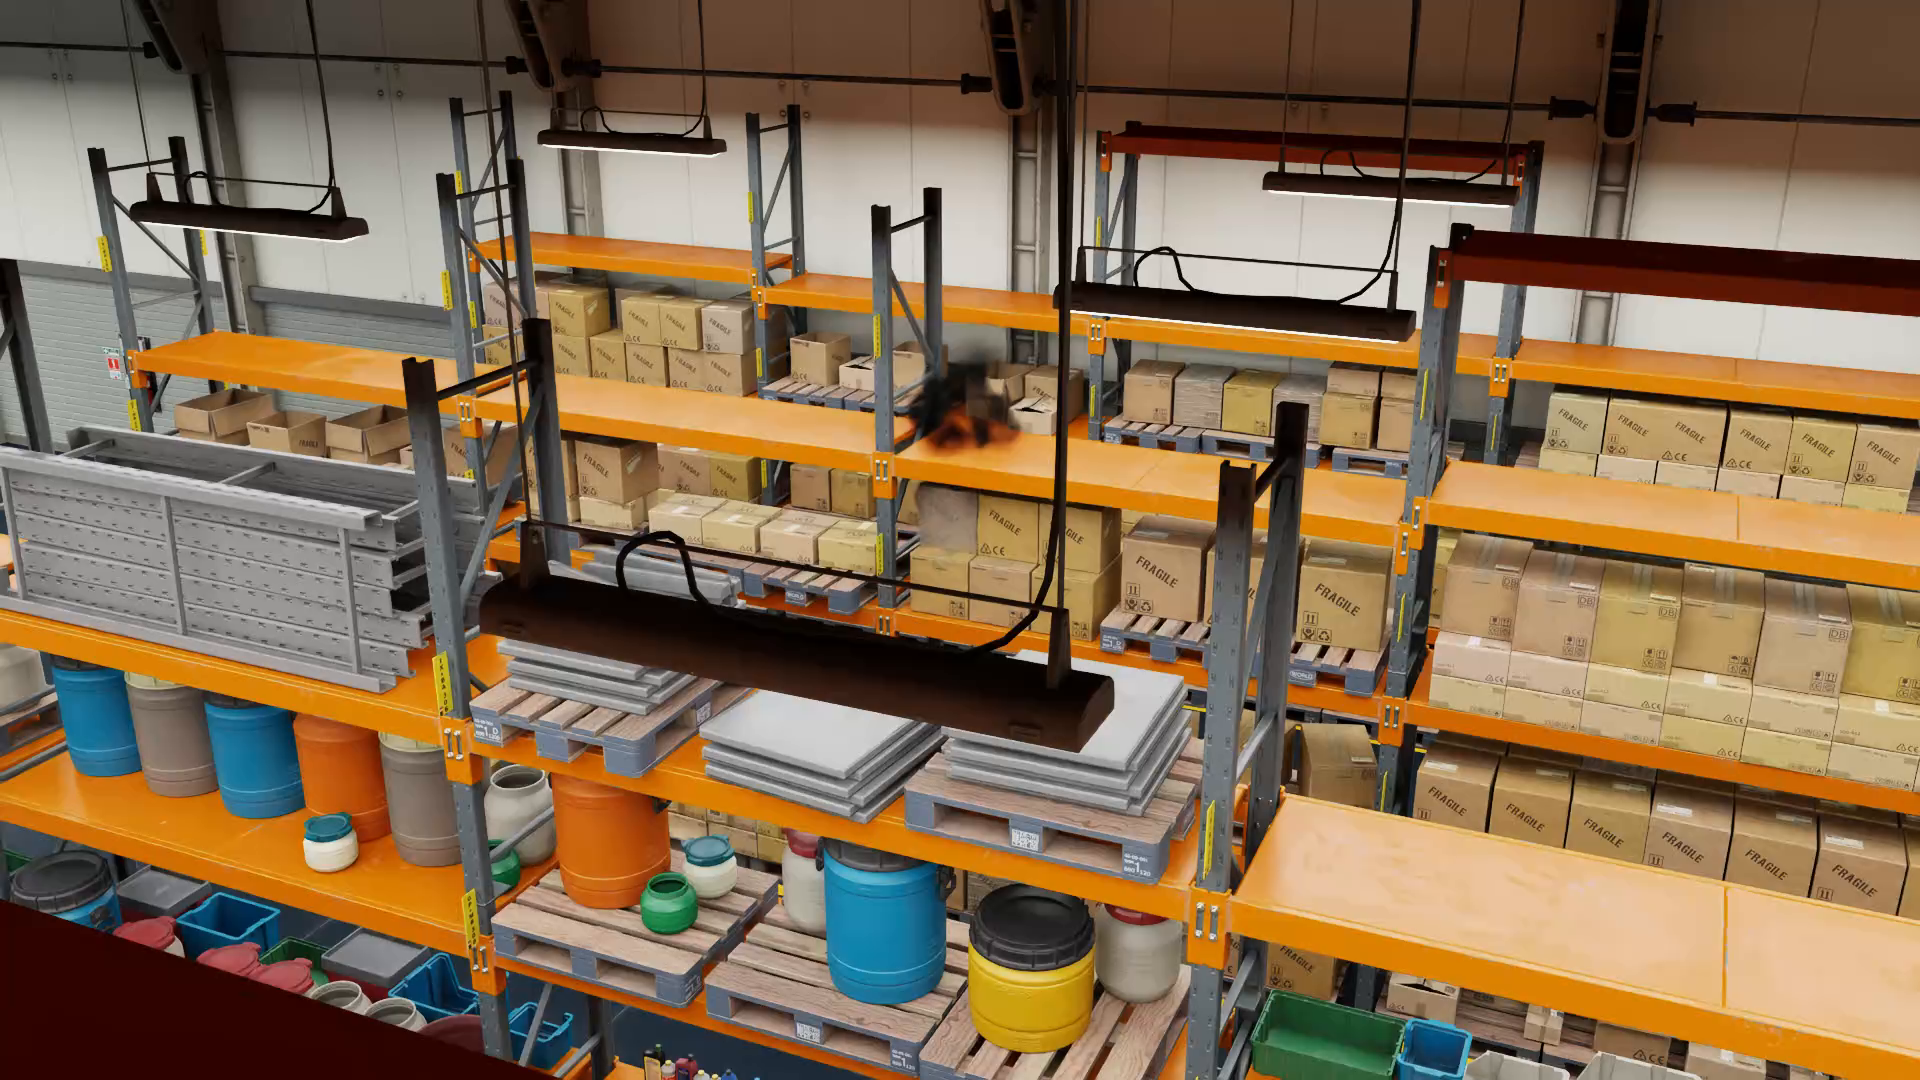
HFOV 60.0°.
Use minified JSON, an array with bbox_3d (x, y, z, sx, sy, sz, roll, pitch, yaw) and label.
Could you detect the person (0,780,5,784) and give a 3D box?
[{"bbox_3d":[-8.442,2.287,14.277,0.849,1.661,0.575,6,21,17],"label":"person"}]
